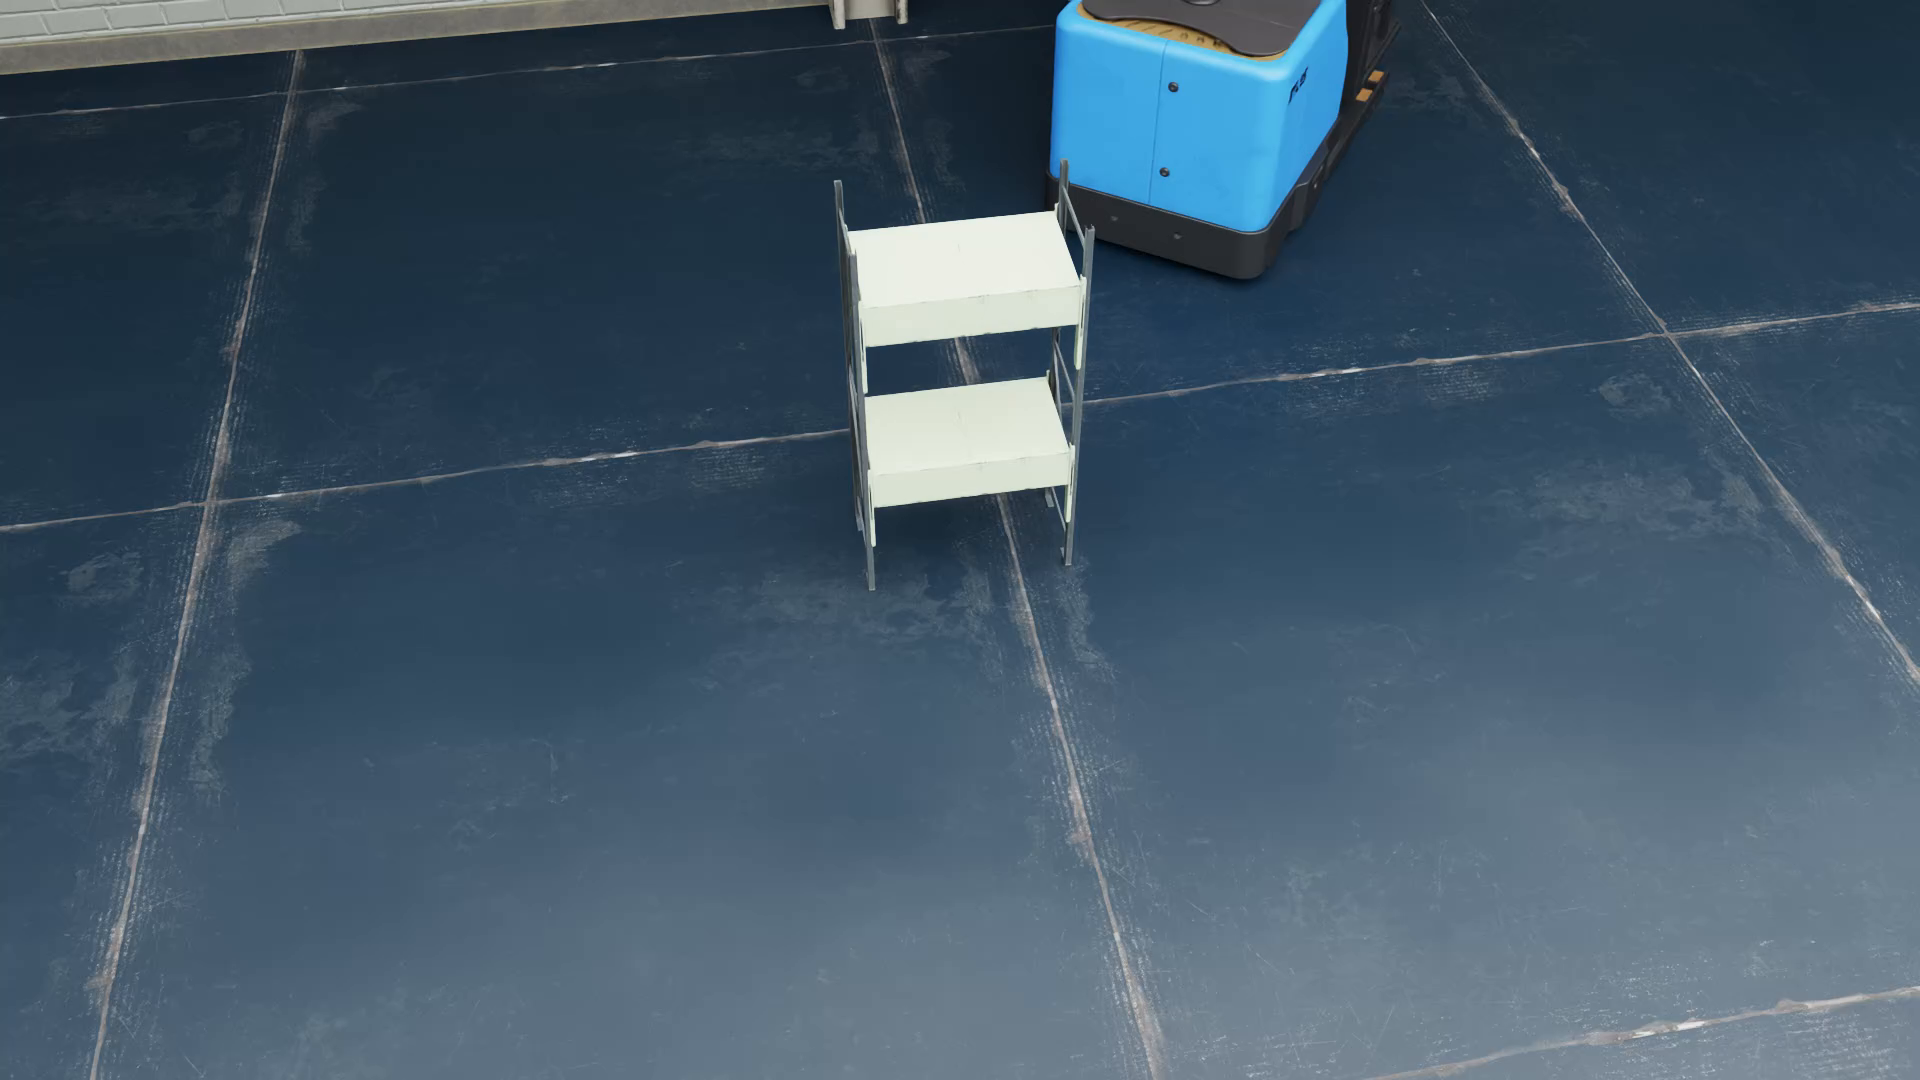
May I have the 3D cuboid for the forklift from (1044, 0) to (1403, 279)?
[{"bbox_3d":[1.500,-3.219,7.316,1.130,2.935,3.031,20,49,18],"label":"forklift"}]

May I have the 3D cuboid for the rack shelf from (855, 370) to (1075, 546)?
[{"bbox_3d":[0.007,-0.295,5.945,0.720,0.370,0.431,-7,46,-7],"label":"rack shelf"}]

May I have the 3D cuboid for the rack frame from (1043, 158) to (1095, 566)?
[{"bbox_3d":[0.367,-0.566,5.754,0.023,1.500,0.400,-7,46,-7],"label":"rack frame"}]

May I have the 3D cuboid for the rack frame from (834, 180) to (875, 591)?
[{"bbox_3d":[-0.354,-0.476,5.667,0.023,1.500,0.400,-7,46,-7],"label":"rack frame"}]

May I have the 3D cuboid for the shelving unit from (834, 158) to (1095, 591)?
[{"bbox_3d":[0.007,-0.521,5.711,0.755,1.500,0.431,-7,46,-7],"label":"shelving unit"}]

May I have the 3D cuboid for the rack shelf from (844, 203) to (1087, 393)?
[{"bbox_3d":[0.007,-0.792,5.430,0.720,0.370,0.431,-7,46,-7],"label":"rack shelf"}]
